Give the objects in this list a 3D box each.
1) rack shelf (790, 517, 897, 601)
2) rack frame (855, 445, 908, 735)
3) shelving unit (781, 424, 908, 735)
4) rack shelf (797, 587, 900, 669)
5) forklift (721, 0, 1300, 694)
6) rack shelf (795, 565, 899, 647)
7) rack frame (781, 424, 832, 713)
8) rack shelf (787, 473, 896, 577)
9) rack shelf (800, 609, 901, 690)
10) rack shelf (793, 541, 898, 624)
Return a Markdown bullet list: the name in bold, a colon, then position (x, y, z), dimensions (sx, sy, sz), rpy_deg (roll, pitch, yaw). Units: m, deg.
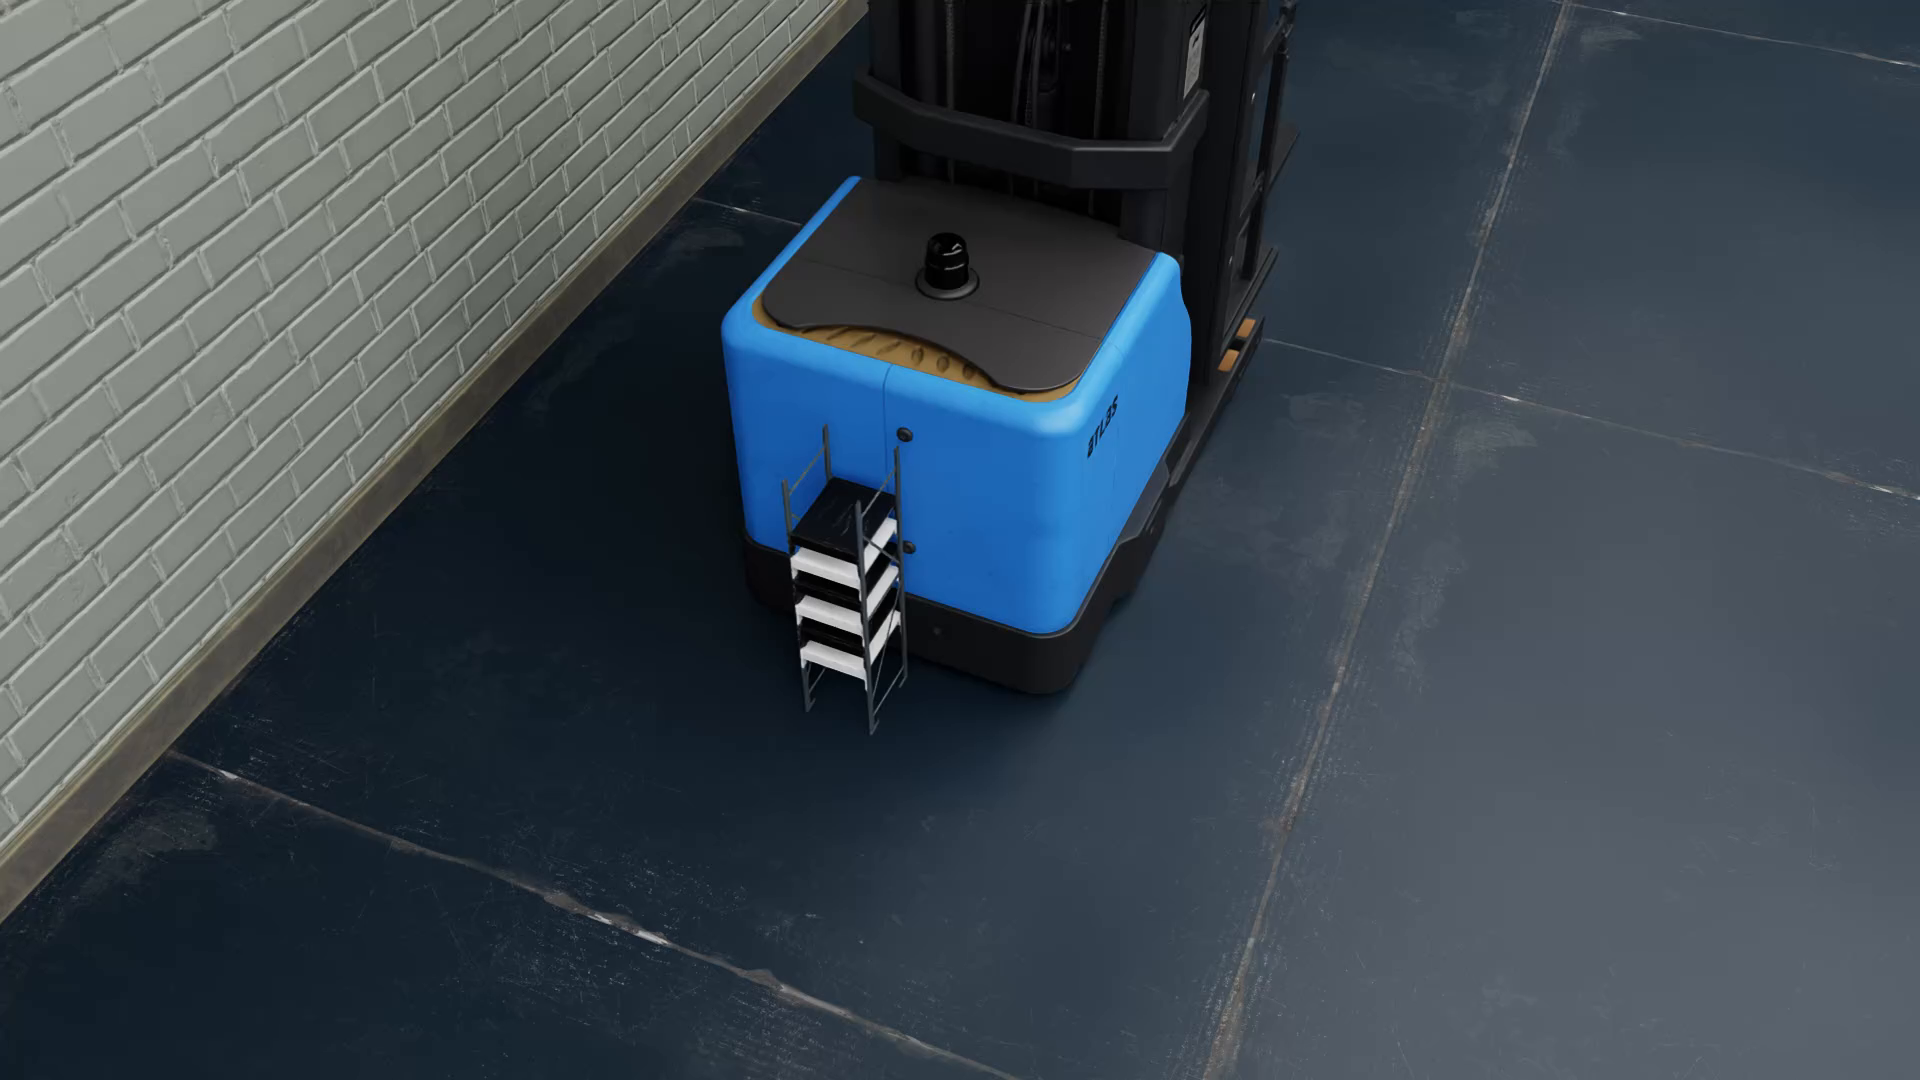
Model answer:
- **rack shelf**: position (-0.298, 0.023, 4.381), dimensions (0.200, 0.077, 0.258), rpy_deg (17, 48, 17)
- **rack frame**: position (-0.205, 0.156, 4.455), dimensions (0.006, 0.900, 0.240), rpy_deg (17, 48, 17)
- **shelving unit**: position (-0.298, 0.126, 4.484), dimensions (0.210, 0.900, 0.258), rpy_deg (17, 48, 17)
- **rack shelf**: position (-0.297, 0.213, 4.572), dimensions (0.200, 0.077, 0.258), rpy_deg (17, 48, 17)
- **forklift**: position (0.421, -1.652, 4.832), dimensions (1.130, 2.935, 3.031), rpy_deg (17, 47, 17)
- **rack shelf**: position (-0.297, 0.150, 4.508), dimensions (0.200, 0.077, 0.258), rpy_deg (17, 48, 17)
- **rack frame**: position (-0.390, 0.097, 4.514), dimensions (0.006, 0.900, 0.240), rpy_deg (17, 48, 17)
- **rack shelf**: position (-0.298, -0.041, 4.317), dimensions (0.200, 0.077, 0.258), rpy_deg (17, 48, 17)
- **rack shelf**: position (-0.297, 0.277, 4.635), dimensions (0.200, 0.077, 0.258), rpy_deg (17, 48, 17)
- **rack shelf**: position (-0.298, 0.086, 4.444), dimensions (0.200, 0.077, 0.258), rpy_deg (17, 48, 17)
